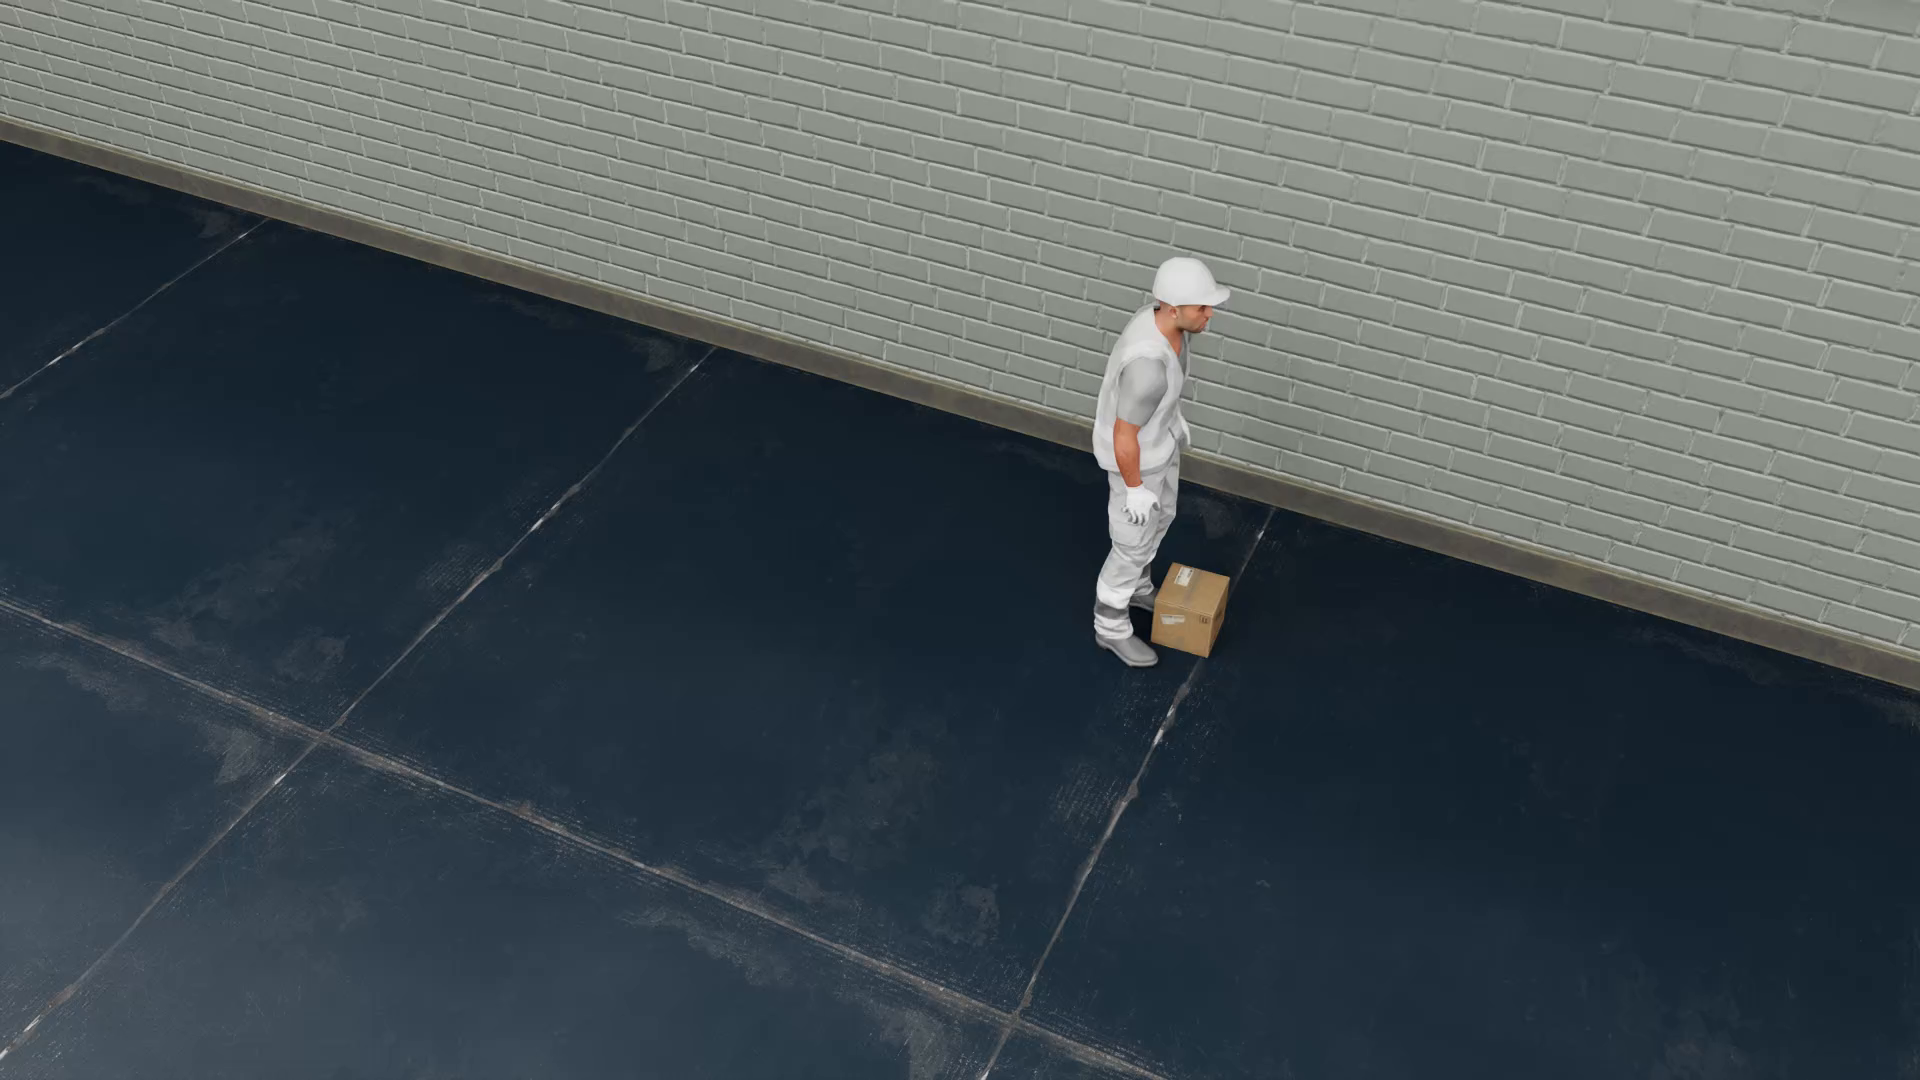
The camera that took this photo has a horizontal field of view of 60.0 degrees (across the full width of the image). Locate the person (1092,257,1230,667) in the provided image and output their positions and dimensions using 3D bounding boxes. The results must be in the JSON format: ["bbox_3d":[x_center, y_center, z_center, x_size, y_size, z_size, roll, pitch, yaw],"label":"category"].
[{"bbox_3d":[0.752,-0.332,6.521,0.445,1.781,0.621,15,44,16],"label":"person"}]
